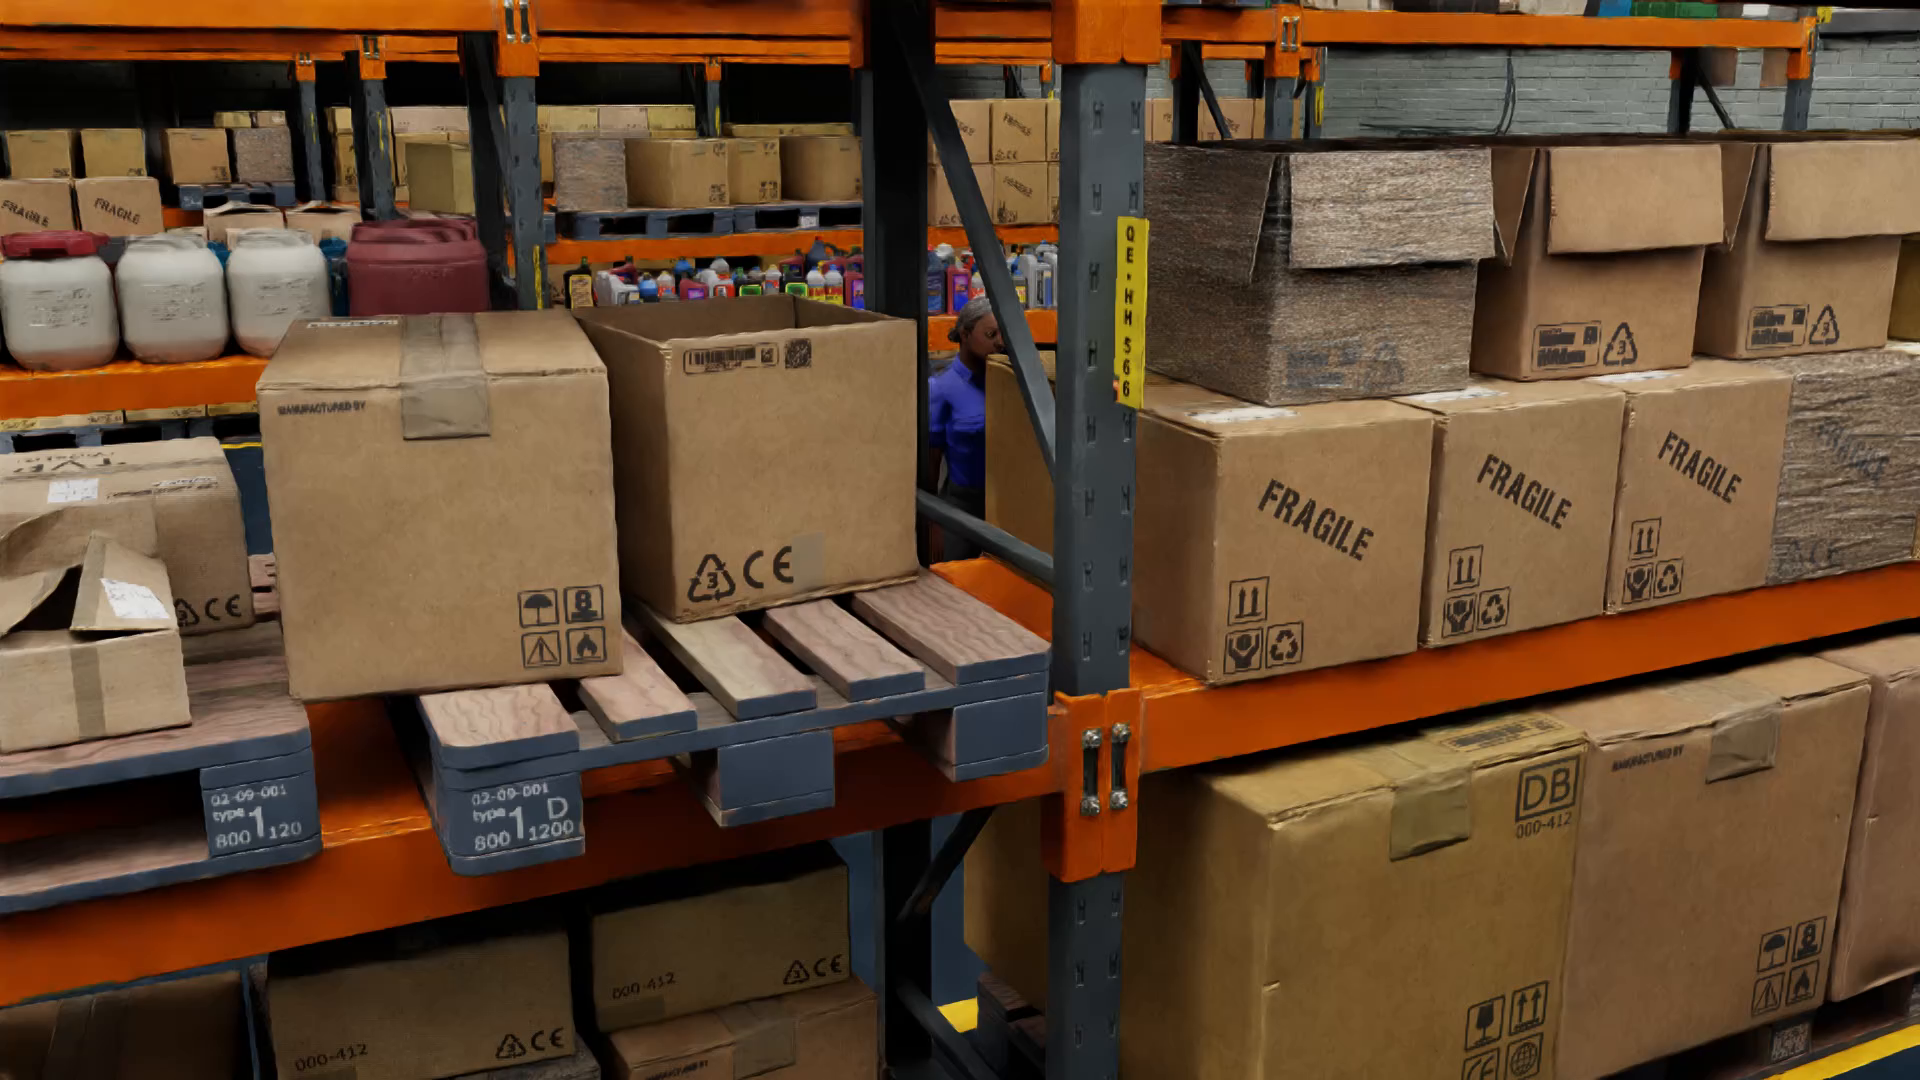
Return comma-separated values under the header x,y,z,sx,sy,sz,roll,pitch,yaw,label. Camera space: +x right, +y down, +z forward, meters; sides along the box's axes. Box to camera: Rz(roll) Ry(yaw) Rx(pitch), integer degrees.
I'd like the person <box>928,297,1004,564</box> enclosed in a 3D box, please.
x,y,z,sx,sy,sz,roll,pitch,yaw,label
0.084,-0.069,6.201,0.489,1.664,0.355,-7,17,-24,person
